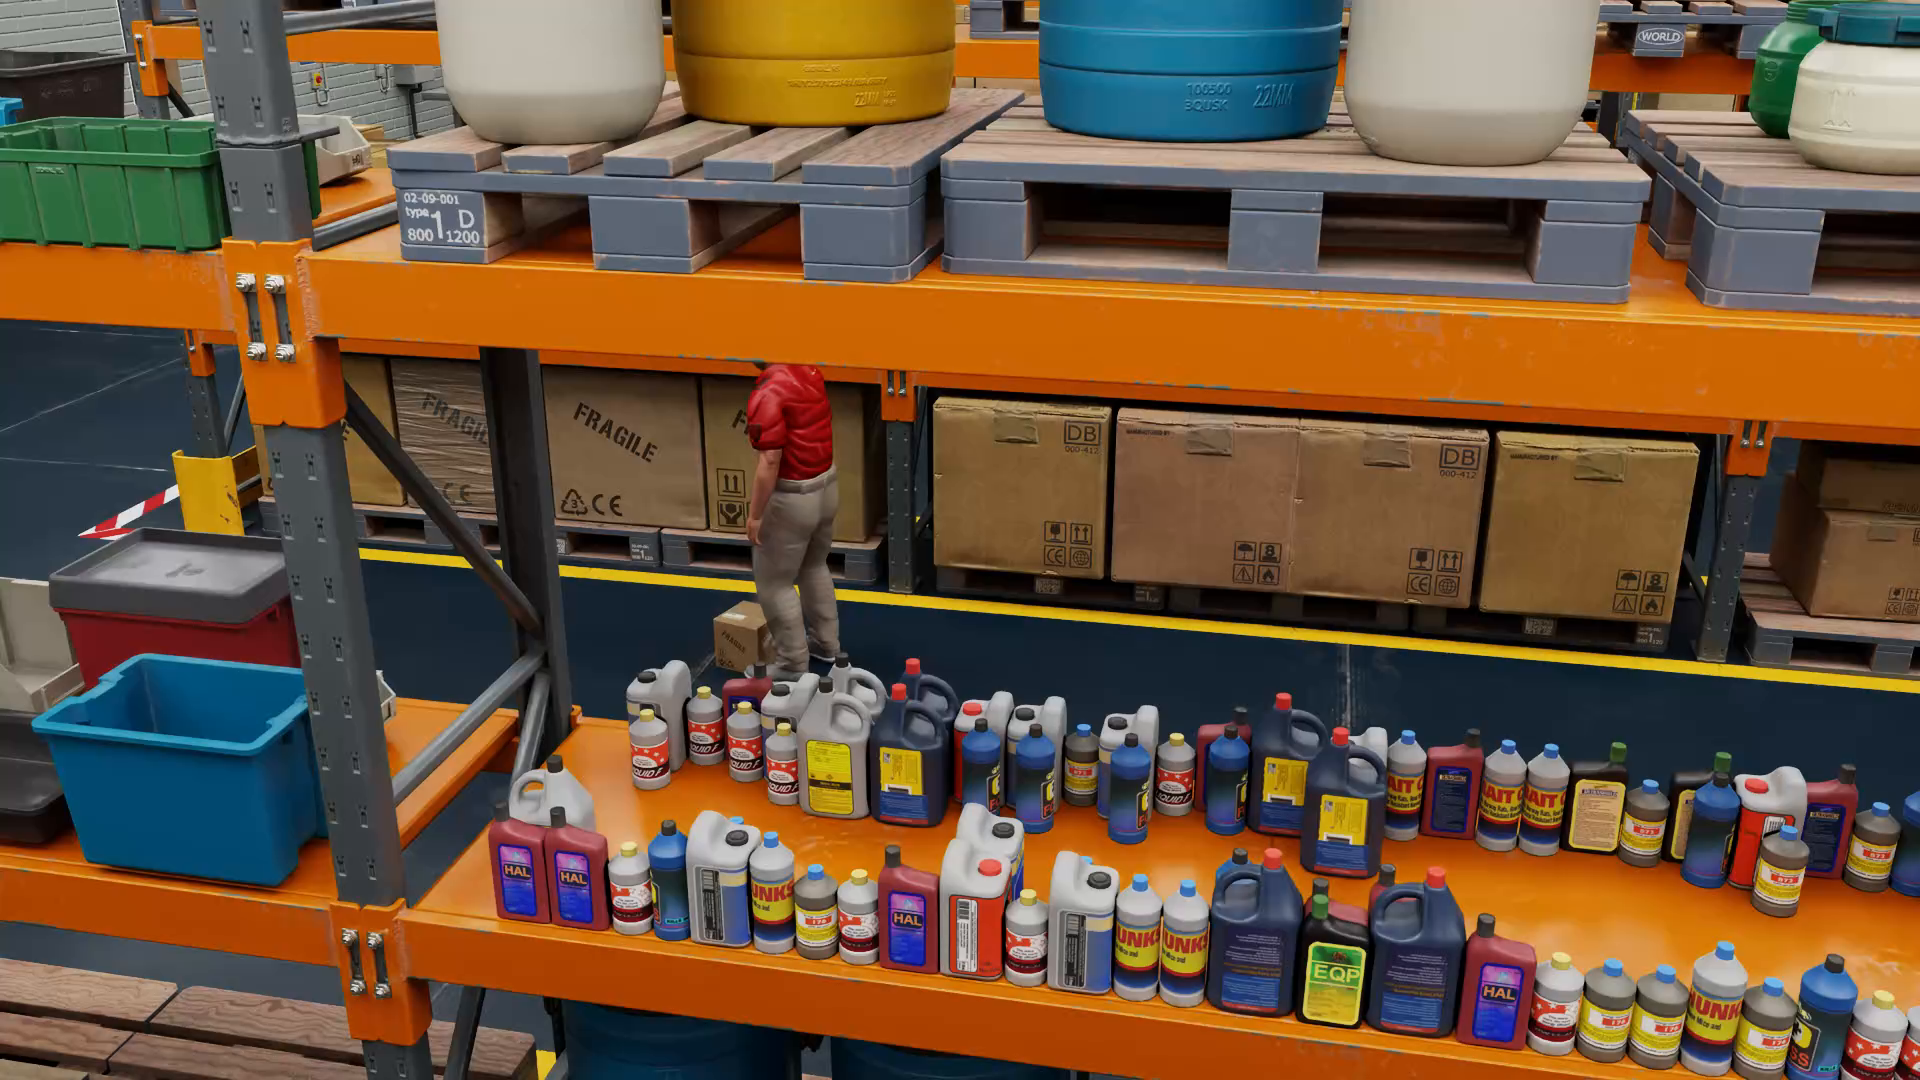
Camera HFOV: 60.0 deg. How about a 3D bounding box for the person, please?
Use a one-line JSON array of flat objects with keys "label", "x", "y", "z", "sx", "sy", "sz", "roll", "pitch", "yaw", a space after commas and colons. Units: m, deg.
[{"label": "person", "x": -0.771, "y": -0.177, "z": 7.556, "sx": 0.388, "sy": 1.726, "sz": 0.594, "roll": 10, "pitch": 24, "yaw": 25}]
